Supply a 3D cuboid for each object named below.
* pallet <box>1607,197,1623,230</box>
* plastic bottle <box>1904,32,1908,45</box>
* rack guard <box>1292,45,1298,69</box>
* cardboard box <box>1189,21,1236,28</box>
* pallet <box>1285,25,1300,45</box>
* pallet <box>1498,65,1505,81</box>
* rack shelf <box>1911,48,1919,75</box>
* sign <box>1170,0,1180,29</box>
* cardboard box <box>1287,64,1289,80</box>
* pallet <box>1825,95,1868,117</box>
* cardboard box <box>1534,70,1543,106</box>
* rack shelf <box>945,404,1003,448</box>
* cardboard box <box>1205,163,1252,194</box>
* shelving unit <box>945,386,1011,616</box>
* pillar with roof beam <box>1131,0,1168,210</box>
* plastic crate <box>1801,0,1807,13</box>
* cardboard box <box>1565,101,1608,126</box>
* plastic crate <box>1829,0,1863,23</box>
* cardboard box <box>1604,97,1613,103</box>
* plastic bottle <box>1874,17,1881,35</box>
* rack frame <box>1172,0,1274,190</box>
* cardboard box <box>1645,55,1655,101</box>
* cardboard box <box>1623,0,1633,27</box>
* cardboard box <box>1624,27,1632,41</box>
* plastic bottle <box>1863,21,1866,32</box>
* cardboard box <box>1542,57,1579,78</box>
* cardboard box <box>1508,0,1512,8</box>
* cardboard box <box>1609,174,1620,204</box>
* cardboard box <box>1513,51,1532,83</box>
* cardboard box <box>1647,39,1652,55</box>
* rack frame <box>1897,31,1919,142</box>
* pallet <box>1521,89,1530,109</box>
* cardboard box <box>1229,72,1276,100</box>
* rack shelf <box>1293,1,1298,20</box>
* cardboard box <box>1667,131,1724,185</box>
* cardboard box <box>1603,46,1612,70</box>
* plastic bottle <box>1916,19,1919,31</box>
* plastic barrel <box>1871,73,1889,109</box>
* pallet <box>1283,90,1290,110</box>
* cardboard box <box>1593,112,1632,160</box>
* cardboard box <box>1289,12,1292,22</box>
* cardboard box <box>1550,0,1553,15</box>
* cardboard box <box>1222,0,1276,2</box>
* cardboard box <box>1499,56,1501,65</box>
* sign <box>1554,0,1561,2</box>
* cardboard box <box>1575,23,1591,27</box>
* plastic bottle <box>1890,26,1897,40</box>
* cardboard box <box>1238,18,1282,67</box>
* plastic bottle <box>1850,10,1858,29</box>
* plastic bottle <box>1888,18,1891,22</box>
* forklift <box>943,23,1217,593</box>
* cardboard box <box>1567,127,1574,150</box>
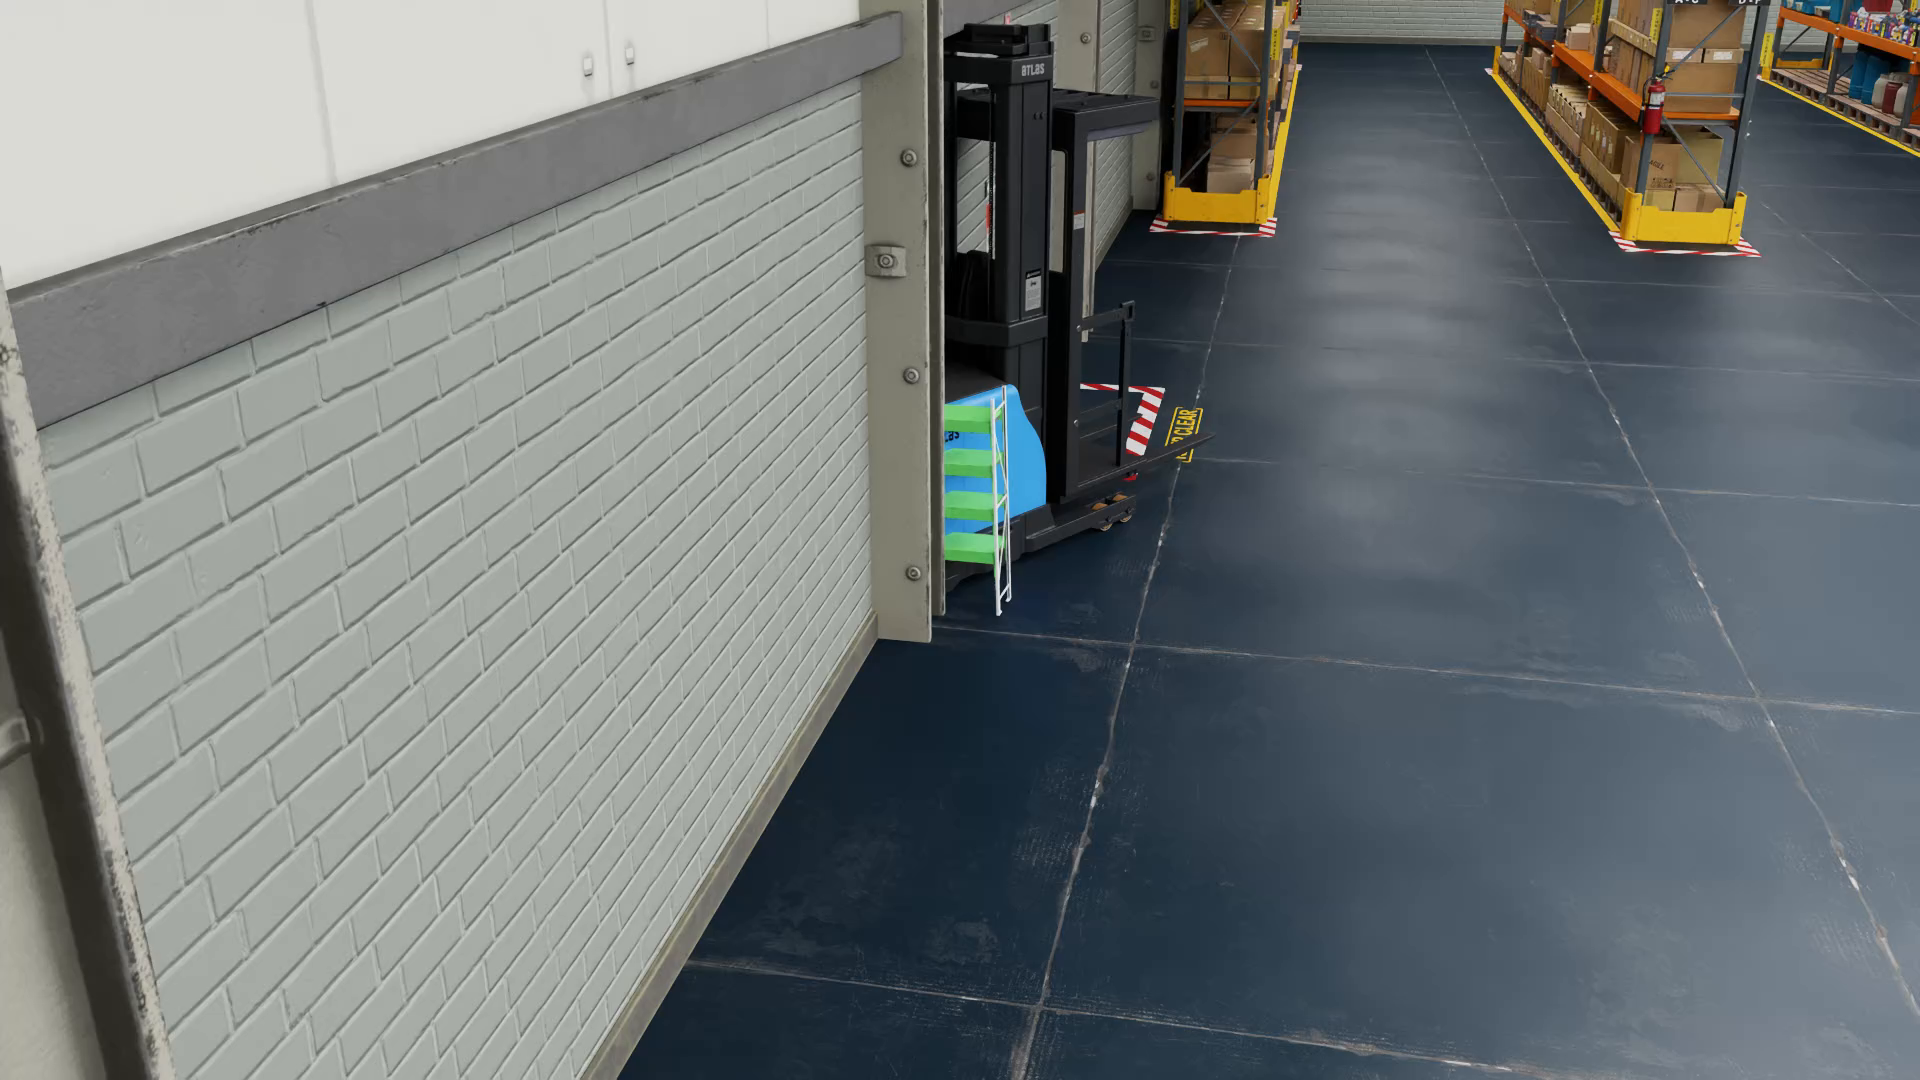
[{"bbox_3d":[7.849,-3.628,18.578,1.003,0.211,1.213,4,22,11],"label":"pallet"},{"bbox_3d":[13.968,-7.399,24.475,0.097,0.201,0.097,0,22,0],"label":"plastic bottle"},{"bbox_3d":[6.153,-9.715,33.307,1.175,0.500,0.348,4,22,11],"label":"rack guard"},{"bbox_3d":[2.884,-5.674,19.097,0.500,0.500,0.500,5,22,12],"label":"cardboard box"},{"bbox_3d":[4.475,-7.582,24.922,1.213,0.211,1.003,4,22,11],"label":"pallet"},{"bbox_3d":[10.821,-8.877,31.612,1.003,0.211,1.213,4,22,11],"label":"pallet"},{"bbox_3d":[13.807,-6.120,21.997,1.077,0.370,4.000,4,22,11],"label":"rack shelf"},{"bbox_3d":[2.344,-5.748,18.137,0.100,0.325,0.005,4,22,11],"label":"sign"},{"bbox_3d":[5.327,-8.353,28.894,0.750,0.750,0.750,5,22,12],"label":"cardboard box"},{"bbox_3d":[14.833,-7.075,27.139,1.003,0.211,1.213,4,22,11],"label":"pallet"},{"bbox_3d":[9.433,-7.158,26.368,0.500,0.500,0.500,4,22,9],"label":"cardboard box"},{"bbox_3d":[-0.032,-0.602,8.622,0.480,0.148,0.258,5,23,17],"label":"rack shelf"},{"bbox_3d":[3.113,-4.217,19.321,0.500,0.311,0.500,2,22,5],"label":"cardboard box"},{"bbox_3d":[-0.018,-0.217,8.779,0.503,1.200,0.258,5,23,17],"label":"shelving unit"},{"bbox_3d":[6.394,-7.791,17.153,9.100,9.000,0.400,4,22,11],"label":"pillar with roof beam"},{"bbox_3d":[15.206,-9.514,29.606,0.416,0.233,0.300,4,22,11],"label":"plastic crate"},{"bbox_3d":[8.556,-5.824,22.666,0.500,0.311,0.500,4,22,11],"label":"cardboard box"},{"bbox_3d":[14.792,-8.865,27.791,0.392,0.384,0.575,4,22,11],"label":"plastic crate"},{"bbox_3d":[9.191,-5.975,23.042,0.500,0.311,0.500,5,22,12],"label":"cardboard box"},{"bbox_3d":[14.277,-7.984,25.835,0.097,0.271,0.097,0,22,0],"label":"plastic bottle"},{"bbox_3d":[2.884,-5.014,18.289,1.000,3.000,0.127,4,22,11],"label":"rack frame"},{"bbox_3d":[7.944,-5.047,18.236,0.700,0.500,0.500,5,22,12],"label":"cardboard box"},{"bbox_3d":[8.364,-6.402,19.863,0.700,0.500,0.500,4,22,11],"label":"cardboard box"},{"bbox_3d":[8.098,-5.991,19.712,0.380,0.149,0.250,4,22,9],"label":"cardboard box"},{"bbox_3d":[14.399,-8.170,26.391,0.097,0.201,0.097,0,22,0],"label":"plastic bottle"},{"bbox_3d":[9.335,-7.337,25.810,0.500,0.250,0.500,5,23,13],"label":"cardboard box"},{"bbox_3d":[10.550,-10.205,31.043,0.500,0.500,0.500,4,22,10],"label":"cardboard box"},{"bbox_3d":[7.644,-3.960,18.789,0.500,0.250,0.500,4,22,11],"label":"cardboard box"},{"bbox_3d":[10.021,-8.301,29.208,0.500,0.500,0.500,4,22,11],"label":"cardboard box"},{"bbox_3d":[7.783,-5.421,18.296,0.380,0.149,0.250,5,22,12],"label":"cardboard box"},{"bbox_3d":[14.215,-7.185,23.679,1.000,3.000,0.127,4,22,11],"label":"rack frame"},{"bbox_3d":[10.053,-7.433,28.027,1.003,0.211,1.213,4,22,11],"label":"pallet"},{"bbox_3d":[3.294,-5.108,18.696,0.500,0.250,0.500,4,22,9],"label":"cardboard box"},{"bbox_3d":[5.740,-9.801,31.137,1.077,0.370,4.000,4,22,11],"label":"rack shelf"},{"bbox_3d":[8.161,-4.268,18.549,0.500,0.500,0.500,4,22,11],"label":"cardboard box"},{"bbox_3d":[8.608,-6.215,21.471,0.500,0.250,0.500,6,23,14],"label":"cardboard box"},{"bbox_3d":[14.889,-7.970,25.800,0.097,0.271,0.097,0,22,0],"label":"plastic bottle"},{"bbox_3d":[14.556,-7.032,26.068,0.421,0.512,0.421,0,22,0],"label":"plastic barrel"},{"bbox_3d":[5.002,-7.374,27.881,1.003,0.211,1.213,4,22,11],"label":"pallet"},{"bbox_3d":[7.945,-4.857,20.012,0.500,0.500,0.500,4,22,11],"label":"cardboard box"},{"bbox_3d":[5.419,-8.864,28.157,0.380,0.149,0.250,4,22,11],"label":"cardboard box"},{"bbox_3d":[9.882,-8.617,26.539,0.700,0.500,0.500,-1,22,-3],"label":"cardboard box"},{"bbox_3d":[4.062,-7.358,23.386,0.700,0.500,0.500,8,23,18],"label":"cardboard box"},{"bbox_3d":[10.526,-9.161,31.789,0.380,0.166,0.250,4,22,11],"label":"cardboard box"},{"bbox_3d":[8.833,-8.102,24.512,0.100,0.325,0.005,4,22,11],"label":"sign"},{"bbox_3d":[9.249,-7.393,24.314,0.500,0.311,0.500,6,23,14],"label":"cardboard box"},{"bbox_3d":[14.107,-7.648,25.093,0.097,0.201,0.097,0,22,0],"label":"plastic bottle"},{"bbox_3d":[3.497,-5.822,19.465,0.500,0.500,0.500,4,22,9],"label":"cardboard box"},{"bbox_3d":[14.511,-8.443,26.959,0.061,0.283,0.133,4,22,11],"label":"plastic bottle"},{"bbox_3d":[14.237,-7.841,25.464,0.061,0.283,0.133,4,22,11],"label":"plastic bottle"},{"bbox_3d":[0.427,-1.531,9.731,1.130,2.935,3.031,19,29,39],"label":"forklift"},{"bbox_3d":[8.456,-5.379,22.313,0.500,0.250,0.500,4,22,10],"label":"cardboard box"}]
